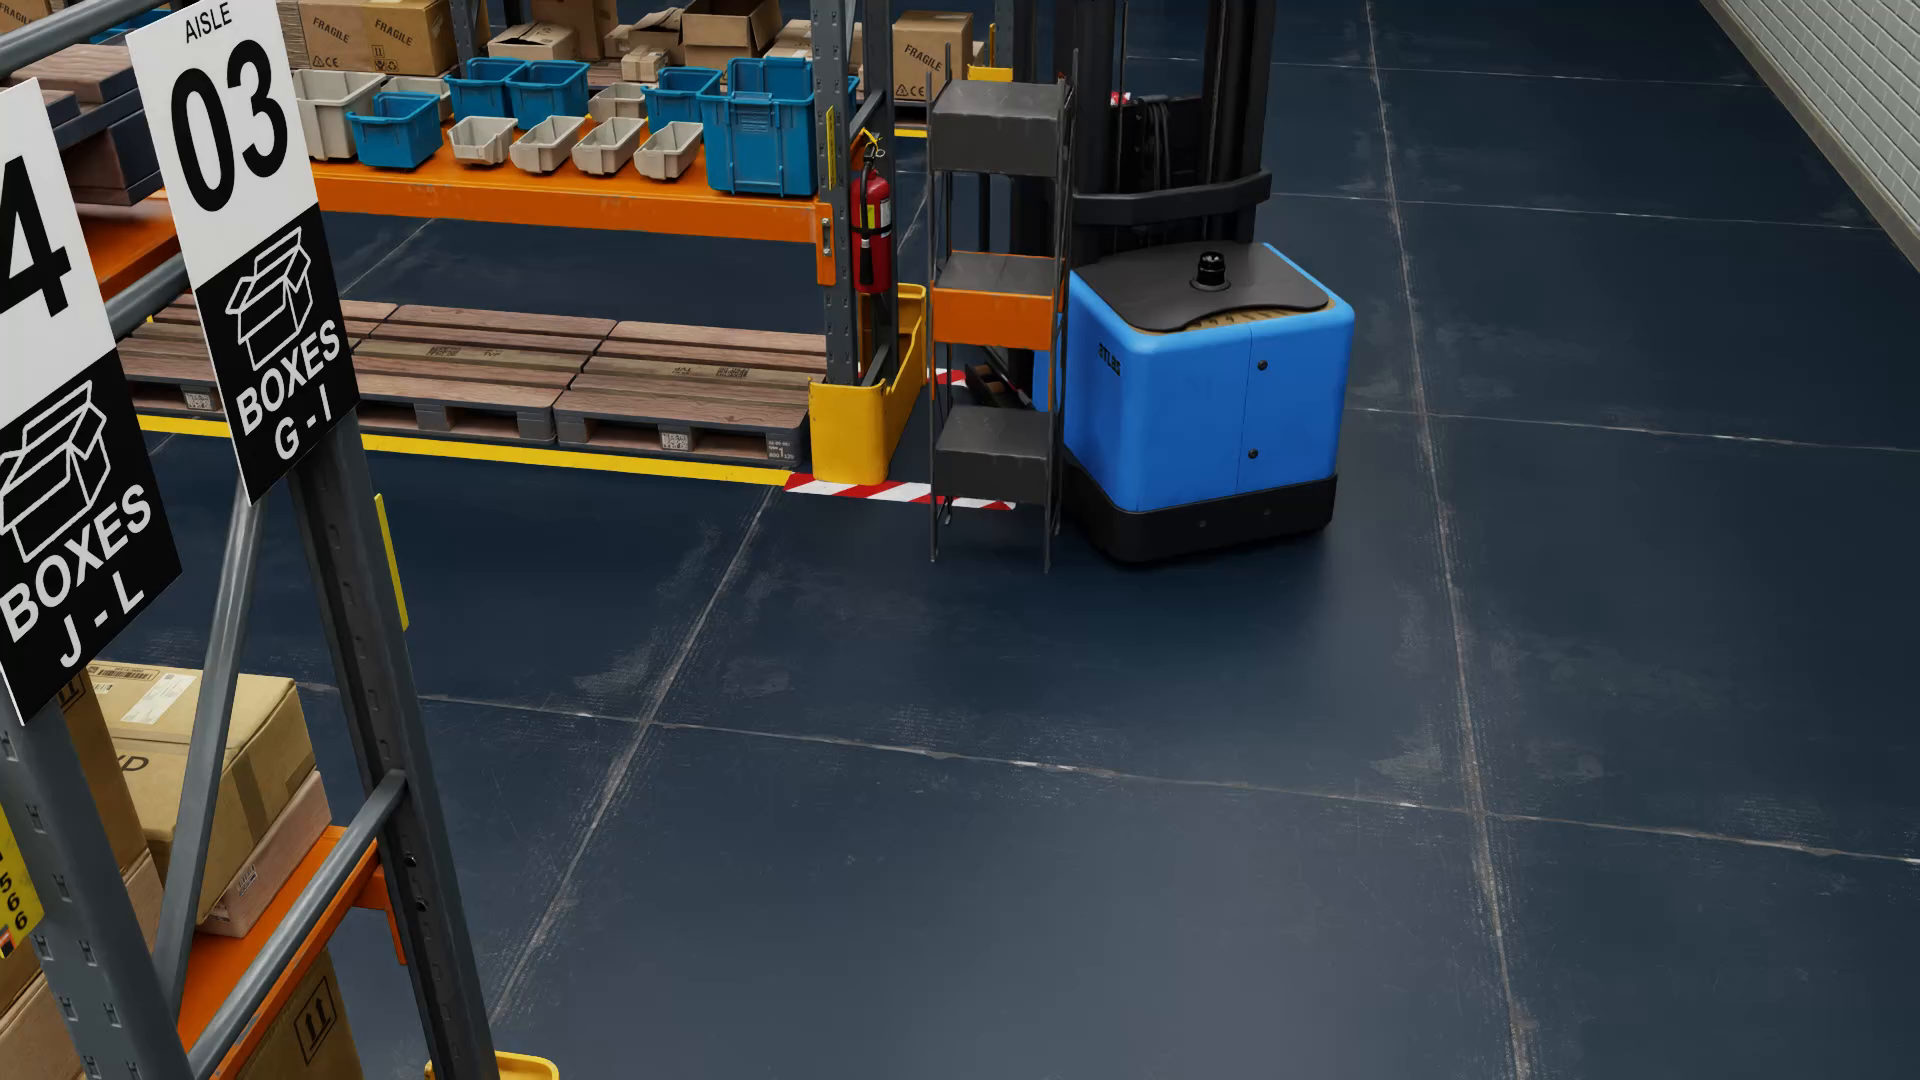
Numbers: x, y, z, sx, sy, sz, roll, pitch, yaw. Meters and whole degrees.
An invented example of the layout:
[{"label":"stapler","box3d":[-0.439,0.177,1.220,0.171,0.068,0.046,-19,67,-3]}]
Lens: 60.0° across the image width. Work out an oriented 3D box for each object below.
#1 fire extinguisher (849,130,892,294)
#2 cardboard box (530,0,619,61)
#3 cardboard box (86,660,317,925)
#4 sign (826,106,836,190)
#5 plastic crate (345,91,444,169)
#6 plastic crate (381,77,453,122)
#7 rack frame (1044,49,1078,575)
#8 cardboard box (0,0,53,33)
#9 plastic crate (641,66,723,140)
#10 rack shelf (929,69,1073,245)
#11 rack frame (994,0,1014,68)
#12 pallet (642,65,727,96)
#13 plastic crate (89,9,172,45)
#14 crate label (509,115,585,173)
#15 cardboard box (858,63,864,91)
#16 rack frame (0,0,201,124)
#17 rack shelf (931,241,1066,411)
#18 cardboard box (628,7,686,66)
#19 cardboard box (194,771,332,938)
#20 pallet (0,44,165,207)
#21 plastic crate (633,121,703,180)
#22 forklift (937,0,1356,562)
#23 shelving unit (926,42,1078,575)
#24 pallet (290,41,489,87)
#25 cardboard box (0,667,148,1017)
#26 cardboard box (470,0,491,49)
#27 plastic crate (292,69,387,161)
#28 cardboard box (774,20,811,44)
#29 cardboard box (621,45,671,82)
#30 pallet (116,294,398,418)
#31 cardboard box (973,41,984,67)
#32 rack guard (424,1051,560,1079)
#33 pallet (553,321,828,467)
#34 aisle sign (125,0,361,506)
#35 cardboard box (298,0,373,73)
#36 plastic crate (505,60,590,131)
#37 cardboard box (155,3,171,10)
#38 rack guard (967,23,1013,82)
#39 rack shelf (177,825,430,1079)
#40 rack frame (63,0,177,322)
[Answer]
[{"label":"fire extinguisher","box3d":[-0.380,-1.390,7.067,0.183,0.674,0.296,5,32,8]},{"label":"cardboard box","box3d":[-2.949,-4.003,12.760,0.500,0.500,0.500,5,32,8]},{"label":"cardboard box","box3d":[-1.713,0.512,3.465,0.500,0.250,0.500,4,32,7]},{"label":"sign","box3d":[-0.529,-1.612,6.844,0.005,0.325,0.100,5,32,8]},{"label":"plastic crate","box3d":[-2.520,-1.835,7.456,0.300,0.233,0.416,5,32,8]},{"label":"plastic crate","box3d":[-2.628,-2.104,7.976,0.466,0.136,0.293,5,32,8]},{"label":"rack frame","box3d":[0.400,-0.849,6.627,0.015,2.100,0.400,6,32,9]},{"label":"cardboard box","box3d":[-7.101,-4.073,12.871,0.500,0.500,0.500,7,33,10]},{"label":"plastic crate","box3d":[-1.289,-2.039,7.782,0.300,0.233,0.416,5,32,8]},{"label":"rack shelf","box3d":[0.160,-1.454,6.301,0.480,0.518,0.431,6,32,9]},{"label":"rack frame","box3d":[0.385,-4.422,11.487,0.127,3.000,1.000,5,32,8]},{"label":"pallet","box3d":[-1.675,-3.427,12.527,1.213,0.211,1.003,5,32,8]},{"label":"plastic crate","box3d":[-3.878,-2.344,8.126,0.575,0.384,0.392,5,32,8]},{"label":"crate label","box3d":[-1.849,-1.769,7.441,0.243,0.136,0.396,5,32,8]},{"label":"cardboard box","box3d":[-0.577,-3.410,12.127,0.250,0.166,0.380,5,32,8]},{"label":"rack frame","box3d":[-1.286,-1.784,1.619,0.127,3.000,1.000,5,32,8]},{"label":"rack shelf","box3d":[0.160,-0.861,6.672,0.480,0.518,0.431,6,32,9]},{"label":"cardboard box","box3d":[-2.210,-3.856,12.703,0.500,0.311,0.500,5,32,8]},{"label":"cardboard box","box3d":[-1.580,0.661,3.604,0.250,0.149,0.380,6,32,9]},{"label":"pallet","box3d":[-2.019,-0.536,2.535,1.213,0.211,1.003,5,32,8]},{"label":"plastic crate","box3d":[-1.287,-1.723,7.368,0.243,0.136,0.396,5,32,8]},{"label":"forklift","box3d":[0.669,-1.922,7.558,1.130,2.935,3.031,-10,33,-16]},{"label":"shelving unit","box3d":[0.160,-0.873,6.665,0.503,2.100,0.431,6,32,9]},{"label":"pallet","box3d":[-4.367,-3.650,12.882,1.213,0.211,1.003,5,32,8]},{"label":"cardboard box","box3d":[-1.810,0.472,2.822,0.500,0.500,0.500,6,32,9]},{"label":"cardboard box","box3d":[-3.994,-4.077,12.877,0.500,0.500,0.500,4,32,6]},{"label":"plastic crate","box3d":[-2.921,-1.931,7.563,0.530,0.282,0.437,5,32,8]},{"label":"cardboard box","box3d":[-1.089,-3.729,12.557,0.500,0.250,0.500,5,32,8]},{"label":"cardboard box","box3d":[-2.327,-3.542,12.337,0.250,0.166,0.380,5,32,8]},{"label":"pallet","box3d":[-3.664,-0.961,8.587,1.213,0.211,1.003,5,32,8]},{"label":"cardboard box","box3d":[0.030,-3.617,12.474,0.250,0.149,0.380,5,32,8]},{"label":"rack guard","box3d":[-1.262,1.821,3.870,0.348,0.500,1.175,5,32,8]},{"label":"pallet","box3d":[-1.259,-0.744,8.239,1.213,0.211,1.003,5,32,8]},{"label":"aisle sign","box3d":[-1.164,-0.494,2.761,0.004,0.787,0.394,5,32,8]},{"label":"cardboard box","box3d":[-4.579,-3.849,12.513,0.500,0.500,0.500,5,32,8]},{"label":"plastic crate","box3d":[-1.938,-2.098,7.876,0.300,0.233,0.416,5,32,8]},{"label":"cardboard box","box3d":[-6.090,-3.982,12.725,0.500,0.500,0.500,5,32,8]},{"label":"rack guard","box3d":[0.310,-3.369,12.161,0.348,0.500,1.175,5,32,8]},{"label":"rack shelf","box3d":[-3.257,0.885,3.687,4.000,0.370,1.077,5,32,8]},{"label":"rack frame","box3d":[-4.395,-2.189,7.919,0.127,3.000,1.000,5,32,8]}]
